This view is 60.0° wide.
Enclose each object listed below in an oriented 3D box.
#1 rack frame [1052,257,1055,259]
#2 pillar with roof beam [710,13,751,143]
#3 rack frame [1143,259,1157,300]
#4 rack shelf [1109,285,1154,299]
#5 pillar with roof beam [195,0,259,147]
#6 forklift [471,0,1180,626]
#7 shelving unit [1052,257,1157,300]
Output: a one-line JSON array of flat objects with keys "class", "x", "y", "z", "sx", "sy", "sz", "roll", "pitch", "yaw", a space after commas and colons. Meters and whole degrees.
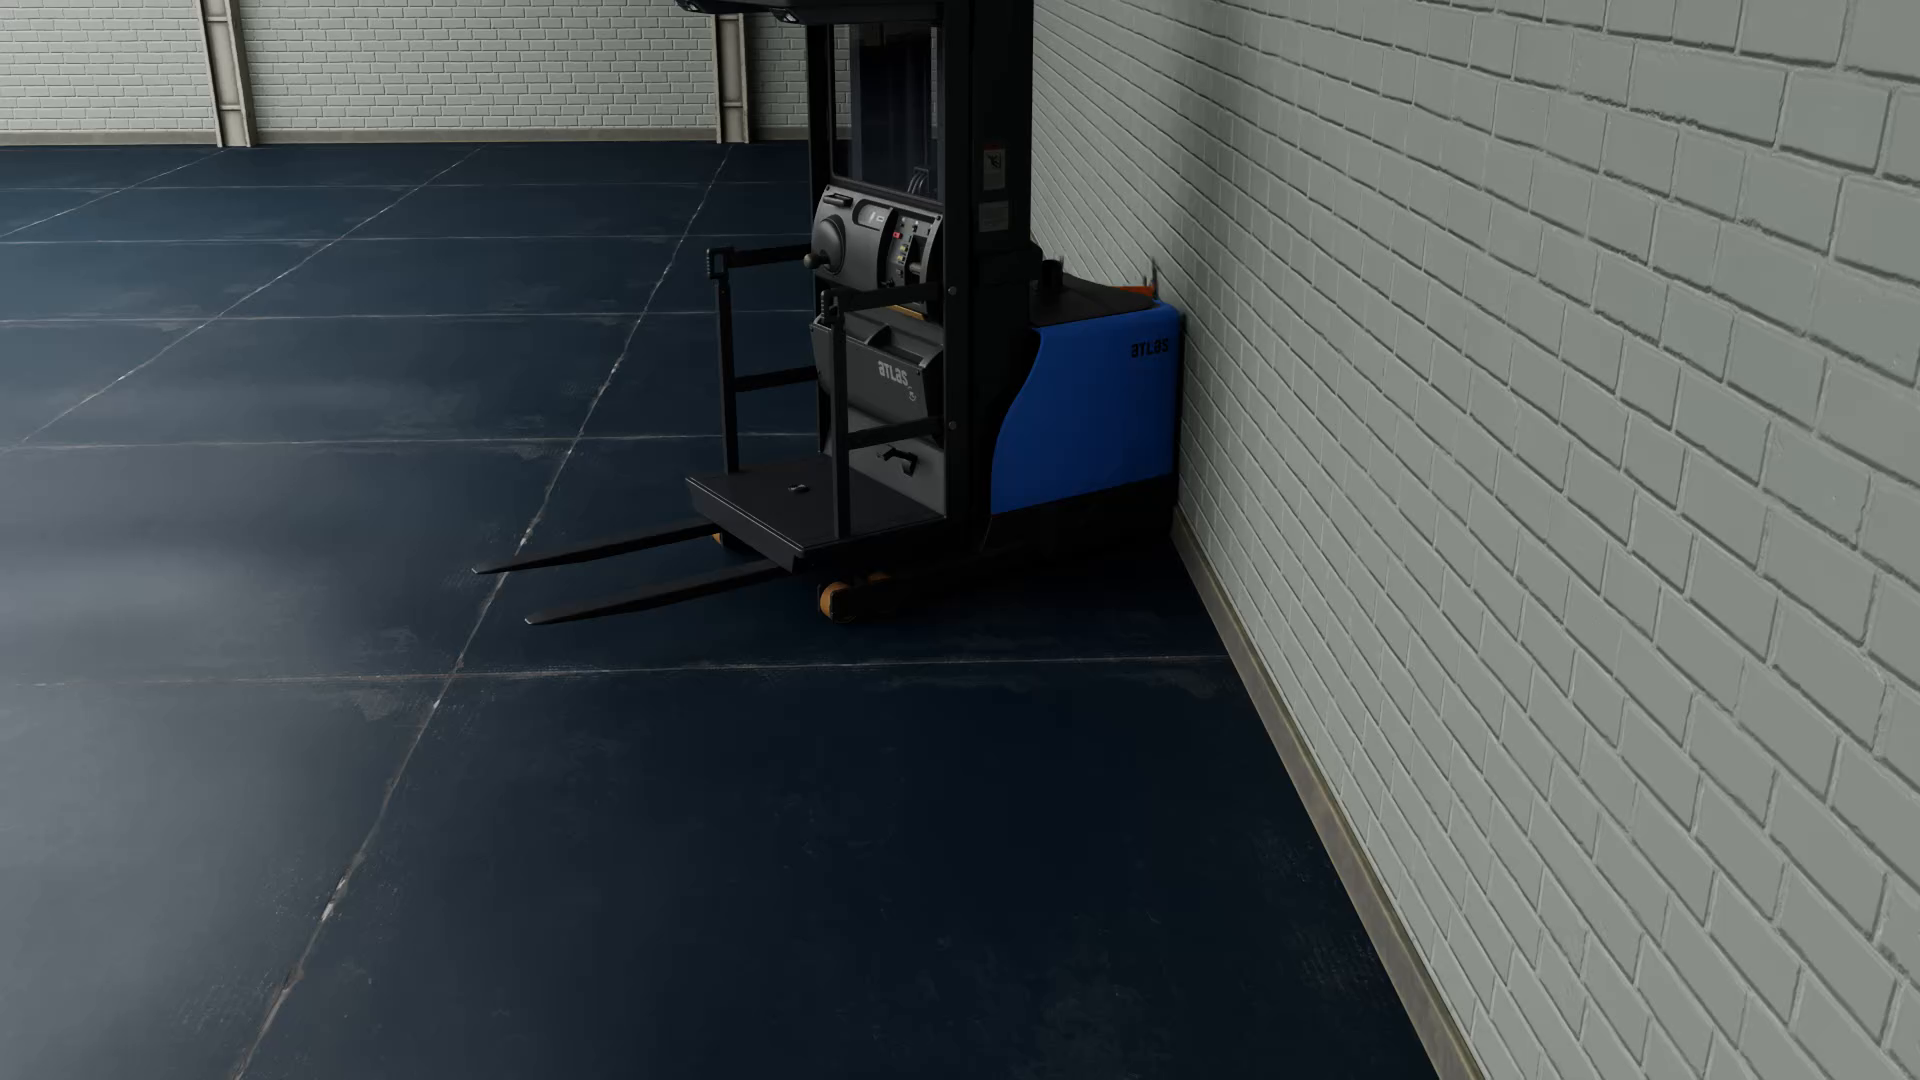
[{"class": "rack frame", "x": 0.447, "y": -0.752, "z": 8.013, "sx": 0.015, "sy": 1.200, "sz": 0.240, "roll": 0, "pitch": -11, "yaw": -4}, {"class": "pillar with roof beam", "x": -2.550, "y": -7.608, "z": 14.957, "sx": 0.400, "sy": 9.000, "sz": 9.100, "roll": -1, "pitch": 21, "yaw": -3}, {"class": "rack frame", "x": 0.933, "y": -0.748, "z": 8.050, "sx": 0.015, "sy": 1.200, "sz": 0.240, "roll": 0, "pitch": -11, "yaw": -4}, {"class": "rack shelf", "x": 0.687, "y": -1.136, "z": 8.107, "sx": 0.480, "sy": 0.148, "sz": 0.258, "roll": 0, "pitch": -11, "yaw": -4}, {"class": "pillar with roof beam", "x": -8.540, "y": -7.486, "z": 14.637, "sx": 0.400, "sy": 9.000, "sz": 9.100, "roll": -1, "pitch": 21, "yaw": -3}, {"class": "forklift", "x": -0.523, "y": -1.246, "z": 6.774, "sx": 3.031, "sy": 2.935, "sz": 1.130, "roll": -13, "pitch": 25, "yaw": -31}, {"class": "shelving unit", "x": 0.690, "y": -0.750, "z": 8.031, "sx": 0.503, "sy": 1.200, "sz": 0.258, "roll": 0, "pitch": -11, "yaw": -4}]
